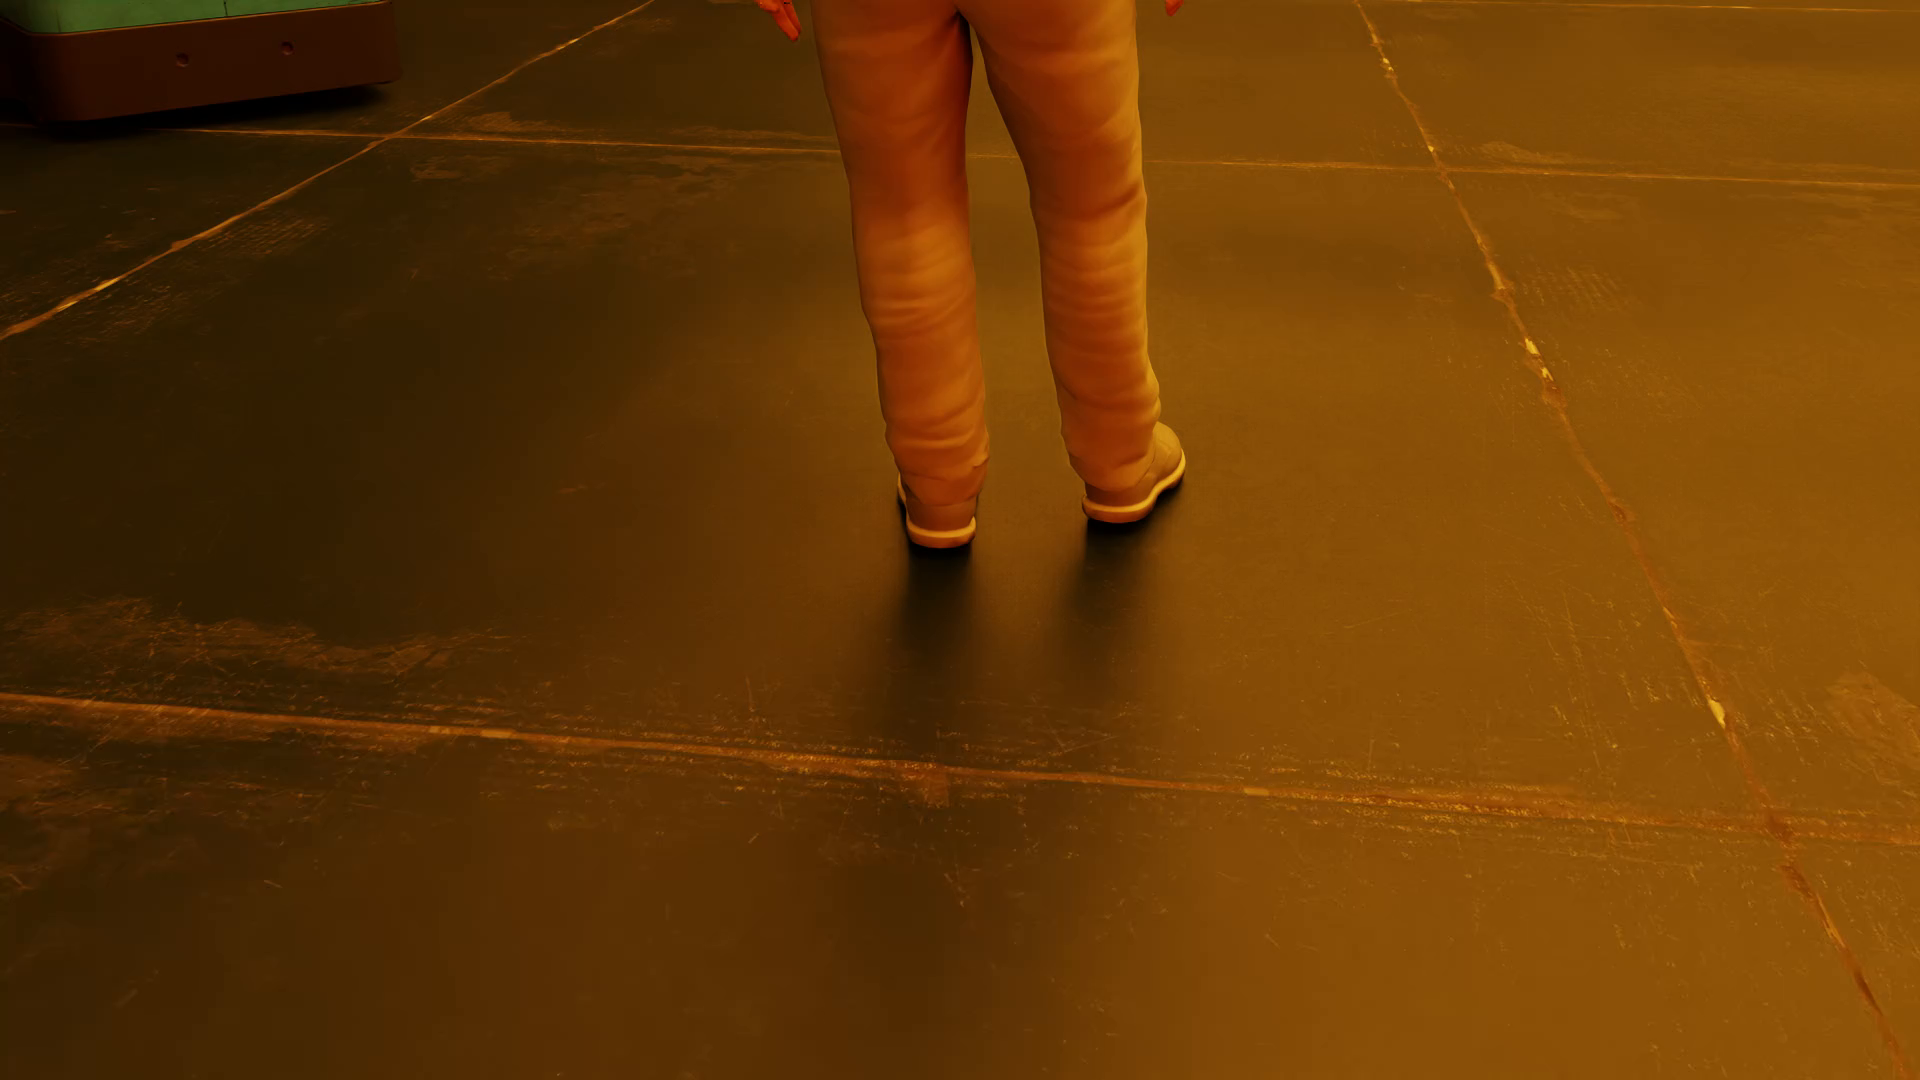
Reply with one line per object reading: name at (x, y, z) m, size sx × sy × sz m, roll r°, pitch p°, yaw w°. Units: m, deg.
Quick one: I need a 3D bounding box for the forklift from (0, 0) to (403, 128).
forklift at (-3.084, -3.087, 5.405) m, size 1.130 × 2.935 × 3.031 m, roll -20°, pitch 33°, yaw -34°

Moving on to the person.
person at (0.021, -0.839, 2.167) m, size 0.641 × 1.781 × 0.574 m, roll 3°, pitch 27°, yaw 7°
